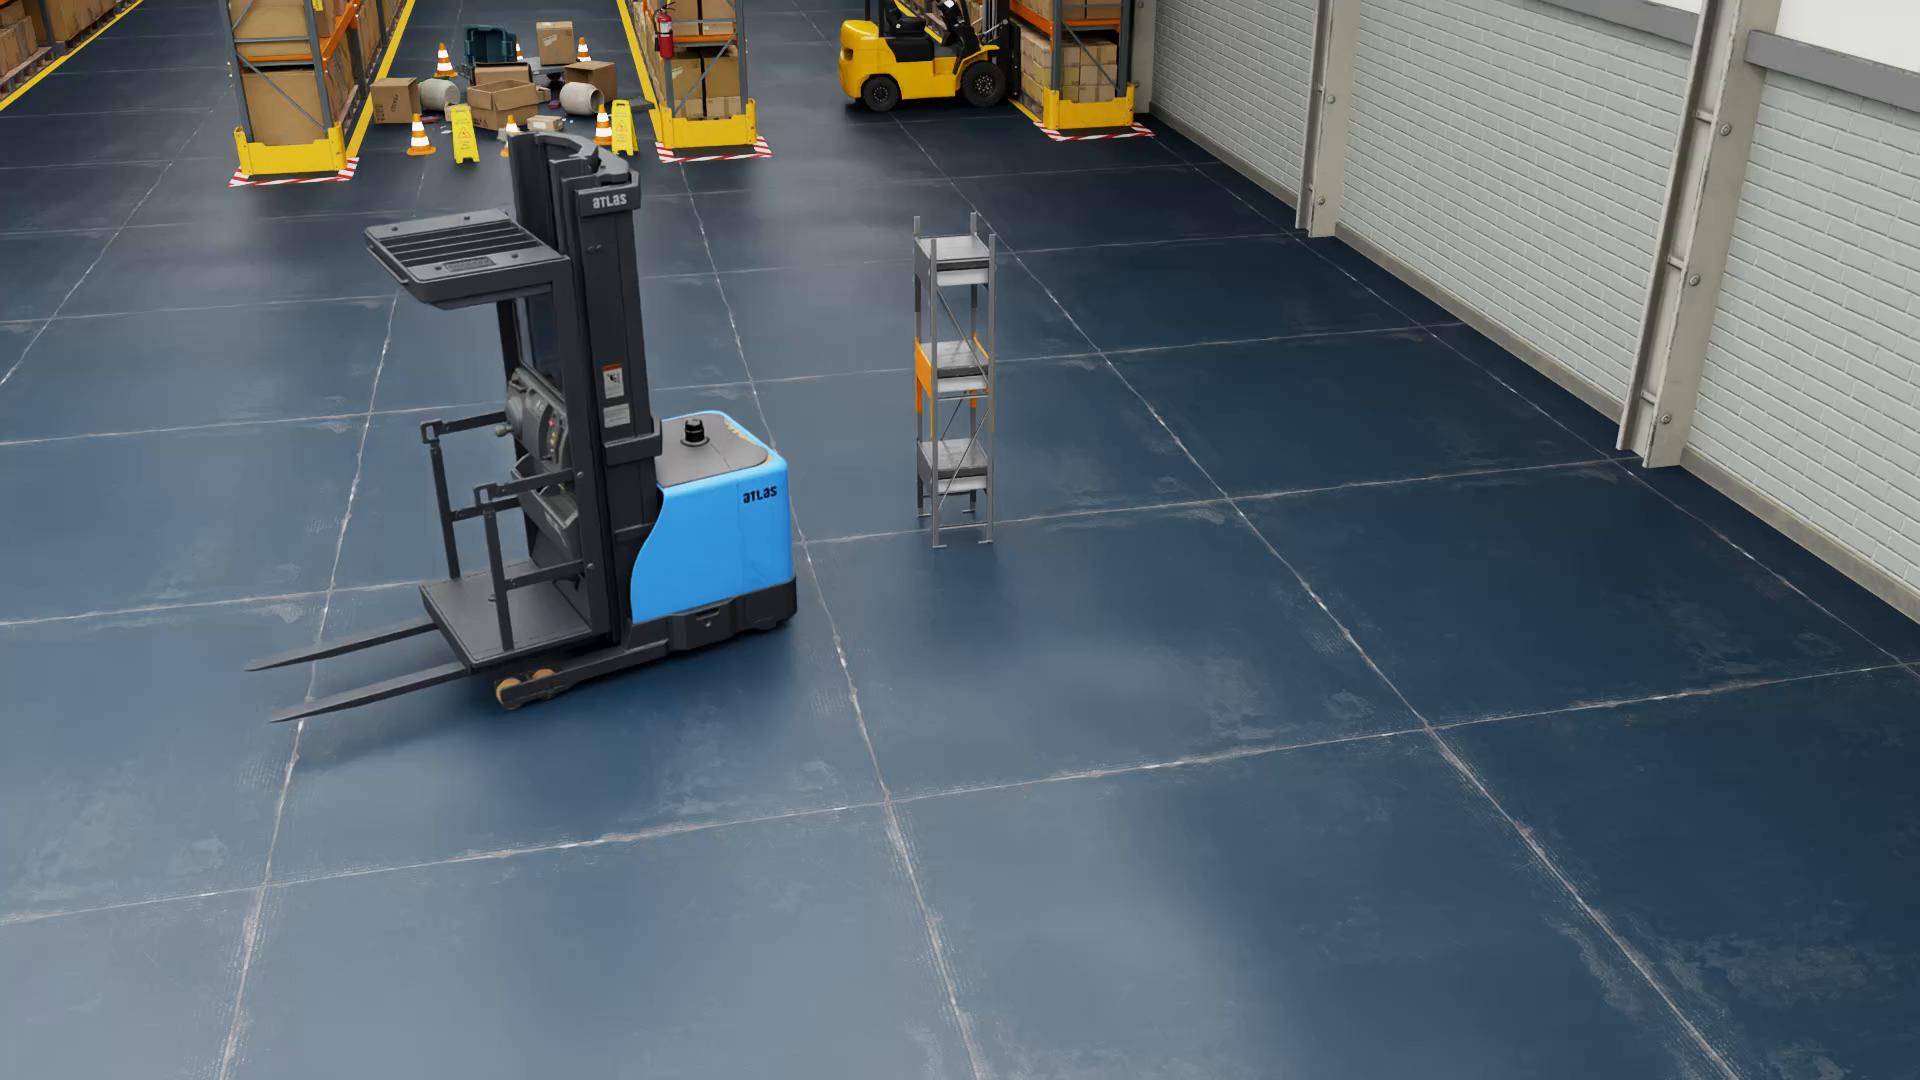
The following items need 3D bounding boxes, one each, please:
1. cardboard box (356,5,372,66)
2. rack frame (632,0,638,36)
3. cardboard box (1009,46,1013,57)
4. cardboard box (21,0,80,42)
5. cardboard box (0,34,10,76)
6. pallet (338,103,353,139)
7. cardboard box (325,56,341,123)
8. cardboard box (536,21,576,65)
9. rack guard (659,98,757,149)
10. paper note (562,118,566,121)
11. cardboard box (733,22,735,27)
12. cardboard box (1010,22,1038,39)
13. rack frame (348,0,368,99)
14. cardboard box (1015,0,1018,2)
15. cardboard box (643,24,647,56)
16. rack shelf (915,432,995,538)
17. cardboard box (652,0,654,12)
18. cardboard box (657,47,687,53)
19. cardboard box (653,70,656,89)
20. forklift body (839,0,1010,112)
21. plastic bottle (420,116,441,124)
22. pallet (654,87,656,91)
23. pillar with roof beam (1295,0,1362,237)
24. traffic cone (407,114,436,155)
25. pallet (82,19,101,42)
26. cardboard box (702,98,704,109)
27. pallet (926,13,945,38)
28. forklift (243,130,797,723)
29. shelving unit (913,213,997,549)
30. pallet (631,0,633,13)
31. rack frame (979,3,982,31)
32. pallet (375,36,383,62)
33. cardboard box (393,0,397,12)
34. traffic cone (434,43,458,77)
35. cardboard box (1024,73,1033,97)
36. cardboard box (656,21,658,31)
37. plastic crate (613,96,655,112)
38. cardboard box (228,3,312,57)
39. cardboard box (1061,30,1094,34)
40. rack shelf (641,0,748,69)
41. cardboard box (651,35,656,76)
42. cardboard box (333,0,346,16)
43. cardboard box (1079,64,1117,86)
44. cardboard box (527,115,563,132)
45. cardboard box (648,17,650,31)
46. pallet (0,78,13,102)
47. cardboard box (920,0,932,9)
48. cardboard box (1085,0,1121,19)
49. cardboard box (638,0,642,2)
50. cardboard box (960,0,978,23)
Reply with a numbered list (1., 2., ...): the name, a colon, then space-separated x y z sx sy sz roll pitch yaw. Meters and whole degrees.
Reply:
1. cardboard box: -9.291 -7.410 24.479 1.050 0.750 0.750 -6 27 -12
2. rack frame: -4.951 -9.843 27.268 1.000 3.000 0.127 -6 27 -12
3. cardboard box: 0.924 -6.867 23.404 0.500 0.250 0.500 -6 27 -12
4. cardboard box: -14.742 -8.380 26.263 1.225 0.875 0.875 -7 28 -14
5. cardboard box: -14.038 -6.889 23.703 0.700 0.500 0.500 -8 28 -16
6. pallet: -8.476 -5.416 21.593 1.003 0.211 1.213 -6 27 -12
7. cardboard box: -8.366 -5.700 20.952 0.875 0.875 0.875 -6 27 -12
8. cardboard box: -5.777 -7.115 23.797 0.500 0.500 0.500 -6 27 -12
9. rack guard: -3.166 -5.248 20.939 1.175 0.500 0.348 -6 27 -12
10. paper note: -5.346 -5.601 22.172 0.148 0.019 0.142 3 27 6
11. cardboard box: -3.075 -6.623 21.167 0.380 0.149 0.250 -7 28 -13
12. cardboard box: 0.928 -7.080 23.271 0.500 0.250 0.500 -7 28 -13
13. rack frame: -8.850 -7.540 22.705 1.000 3.000 0.127 -6 27 -12
14. cardboard box: 0.972 -7.744 22.998 0.500 0.500 0.500 -6 27 -11
15. cardboard box: -4.336 -7.646 25.367 0.950 0.372 0.625 -4 27 -8
16. rack shelf: -0.037 -0.373 11.089 0.431 0.518 0.480 -6 27 -12
17. cardboard box: -3.648 -6.939 21.073 0.500 0.500 0.500 -6 27 -11
18. cardboard box: -3.731 -6.395 21.470 0.380 0.149 0.250 -5 27 -10
19. cardboard box: -3.927 -6.294 22.824 0.500 0.250 0.500 -6 27 -12
20. forklift body: -0.518 -7.105 22.785 2.313 2.155 1.214 -6 27 -12
21. plastic bottle: -7.058 -5.582 22.088 0.283 0.061 0.133 -16 31 -29
22. pallet: -3.864 -6.551 23.840 1.003 0.211 1.213 -6 27 -12
23. pillar with roof beam: -0.434 -6.841 14.662 9.100 9.000 0.400 -6 27 -12
24. traffic cone: -6.685 -5.028 20.545 0.336 0.463 0.334 -6 27 -12
25. pallet: -14.982 -8.480 27.663 1.003 0.211 1.213 -6 27 -12
26. cardboard box: -3.169 -5.898 22.038 0.500 0.250 0.500 -5 27 -10
27. pallet: 0.031 -8.738 28.174 1.003 0.211 1.213 -6 27 -12
28. forklift: -2.510 -0.642 9.115 3.031 2.935 1.130 -16 31 -28
29. shelving unit: -0.037 -1.010 10.767 0.431 2.100 0.503 -6 27 -12
30. pallet: -5.327 -9.486 29.656 1.003 0.211 1.213 -6 27 -12
31. rack frame: 0.785 -8.592 24.791 1.000 3.000 0.127 -6 27 -12
32. pallet: -9.647 -7.697 26.112 1.003 0.211 1.213 -6 27 -12
33. cardboard box: -10.014 -9.373 28.646 0.500 0.500 0.500 -7 28 -13
34. traffic cone: -7.681 -7.149 24.747 0.336 0.463 0.334 -6 27 -12
35. cardboard box: 1.170 -6.190 22.616 0.500 0.250 0.500 -6 27 -12
36. cardboard box: -3.606 -6.461 20.847 0.380 0.149 0.250 -6 27 -12
37. plastic crate: -4.495 -6.011 22.916 0.402 0.080 0.583 -16 31 -29
38. cardboard box: -8.076 -6.009 19.506 0.875 0.550 0.550 -6 27 -12
39. cardboard box: 1.544 -6.912 22.939 0.500 0.250 0.500 -6 27 -12
40. rack shelf: -3.599 -6.887 22.212 1.077 0.370 4.000 -6 27 -12
41. cardboard box: -3.933 -6.633 22.663 0.500 0.500 0.500 -5 27 -9
42. cardboard box: -8.609 -7.207 21.879 0.875 0.550 0.550 -6 27 -12
43. cardboard box: 1.783 -6.247 22.175 0.500 0.250 0.500 -5 27 -11
44. cardboard box: -5.412 -5.428 21.685 0.380 0.149 0.250 8 28 15
45. cardboard box: -4.093 -7.098 22.864 0.380 0.149 0.250 -5 27 -10
46. pallet: -13.882 -6.177 23.100 1.003 0.211 1.213 -6 27 -12
47. cardboard box: -0.421 -9.584 29.063 0.500 0.500 0.500 -5 27 -10
48. cardboard box: 1.846 -7.127 21.776 0.500 0.500 0.500 -5 27 -10
49. cardboard box: -5.026 -9.393 28.270 0.875 0.875 0.875 -6 27 -12
50. cardboard box: 0.489 -8.289 26.359 0.875 0.625 0.625 -6 27 -12
